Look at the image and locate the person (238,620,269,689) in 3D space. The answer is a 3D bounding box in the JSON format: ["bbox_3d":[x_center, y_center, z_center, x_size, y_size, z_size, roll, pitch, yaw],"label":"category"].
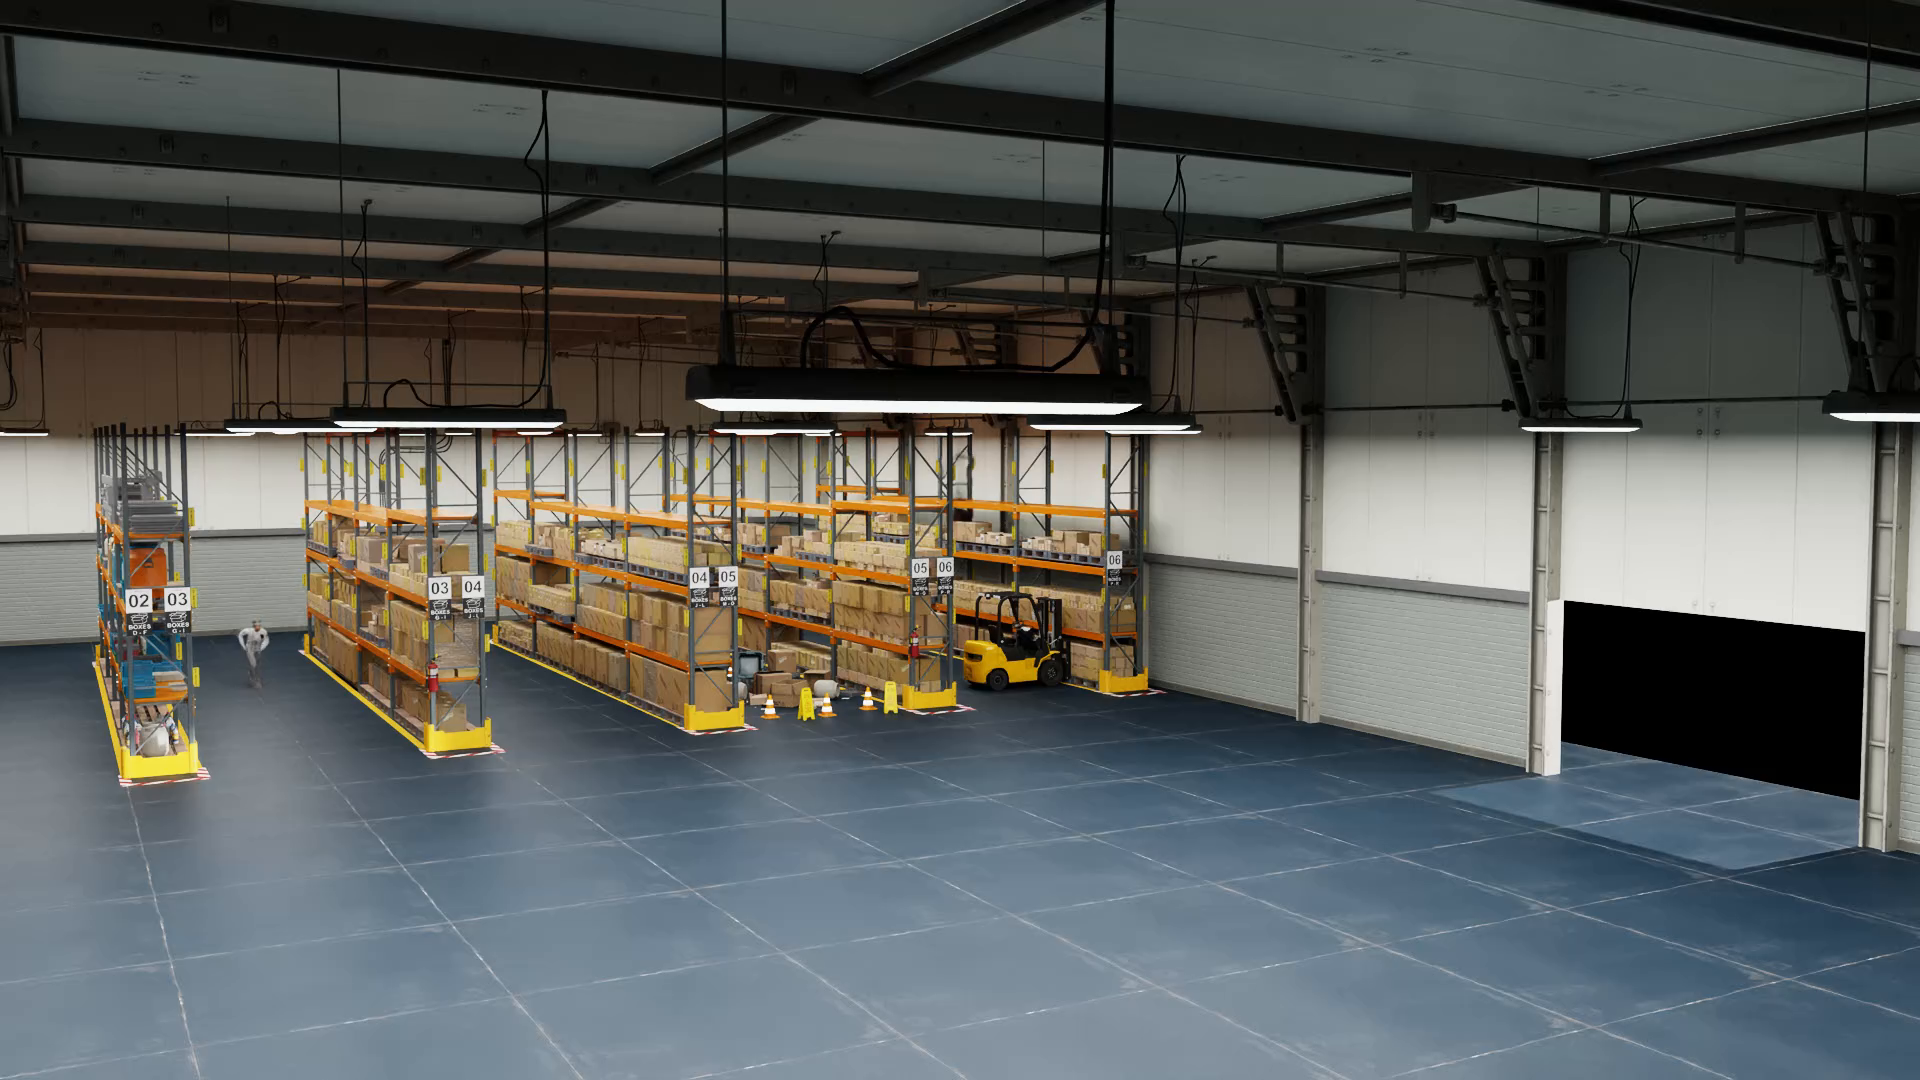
[{"bbox_3d":[-16.347,2.621,38.474,0.655,1.628,0.980,-2,4,-34],"label":"person"}]

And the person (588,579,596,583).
[{"bbox_3d":[-10.330,1.986,47.177,0.643,1.723,0.923,-3,5,-45],"label":"person"}]
